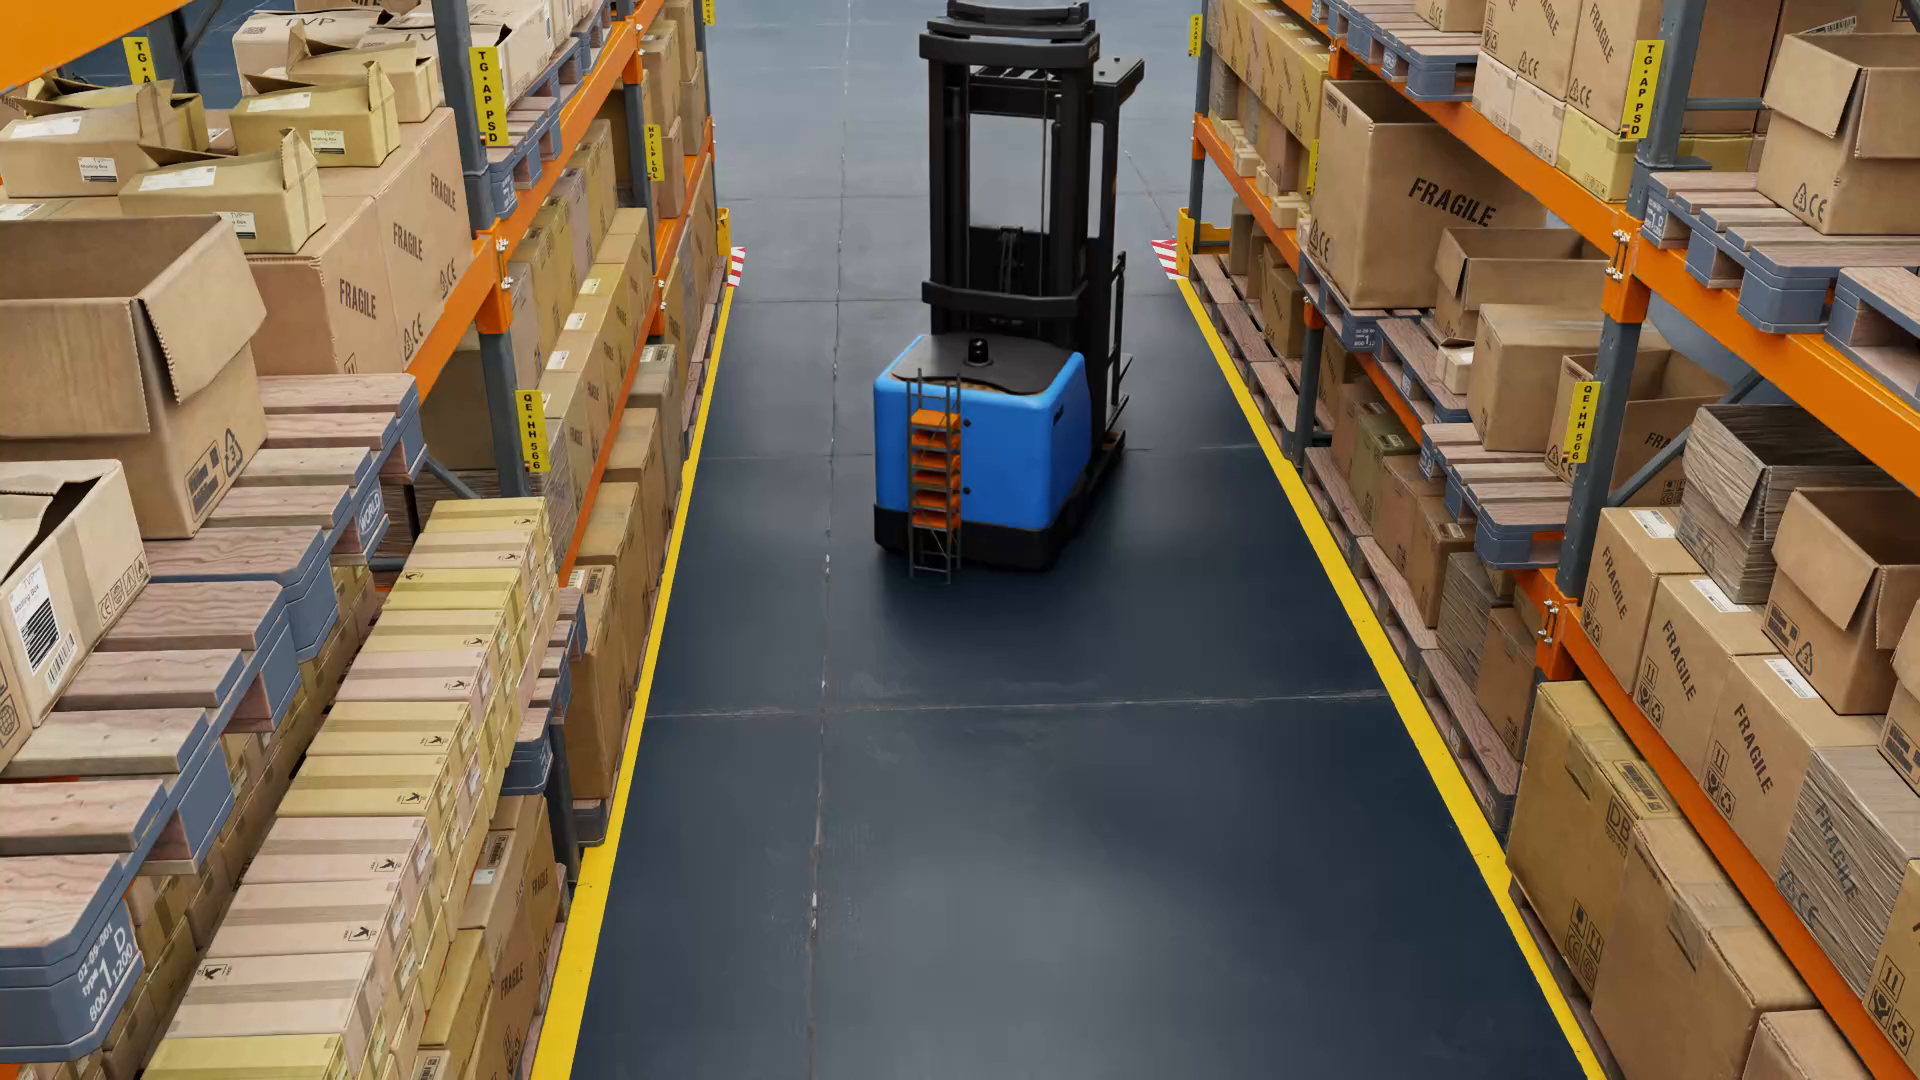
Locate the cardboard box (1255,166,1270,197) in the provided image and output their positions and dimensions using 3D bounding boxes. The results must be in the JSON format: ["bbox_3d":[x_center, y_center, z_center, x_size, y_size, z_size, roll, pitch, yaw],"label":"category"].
[{"bbox_3d":[2.272,-2.495,11.561,0.380,0.149,0.250,-1,28,-3],"label":"cardboard box"}]

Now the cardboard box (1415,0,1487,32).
[{"bbox_3d":[2.616,-2.728,7.928,0.797,0.503,0.637,0,28,-1],"label":"cardboard box"}]

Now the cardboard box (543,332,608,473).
[{"bbox_3d":[-1.919,-0.626,7.599,0.500,0.500,0.500,-1,28,-3],"label":"cardboard box"}]

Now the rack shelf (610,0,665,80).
[{"bbox_3d":[-2.423,-3.682,11.101,1.077,0.370,4.000,-1,28,-3],"label":"rack shelf"}]

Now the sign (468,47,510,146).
[{"bbox_3d":[-1.568,-1.472,5.526,0.100,0.325,0.005,-1,28,-3],"label":"sign"}]

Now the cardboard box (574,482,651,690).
[{"bbox_3d":[-2.101,0.224,8.056,1.050,0.750,0.750,-1,28,-2],"label":"cardboard box"}]

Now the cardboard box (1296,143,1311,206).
[{"bbox_3d":[2.687,-2.438,10.751,0.875,0.500,0.500,-1,28,-3],"label":"cardboard box"}]

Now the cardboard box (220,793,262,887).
[{"bbox_3d":[-2.217,0.849,4.697,0.380,0.149,0.250,-1,28,-2],"label":"cardboard box"}]

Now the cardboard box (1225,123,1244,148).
[{"bbox_3d":[2.234,-3.073,12.669,0.380,0.149,0.250,-1,28,-3],"label":"cardboard box"}]

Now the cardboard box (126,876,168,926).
[{"bbox_3d":[-2.184,0.826,4.098,0.380,0.149,0.250,-3,28,-5],"label":"cardboard box"}]

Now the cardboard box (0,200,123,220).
[{"bbox_3d":[-2.281,-0.543,4.196,0.500,0.500,0.500,-1,28,-3],"label":"cardboard box"}]

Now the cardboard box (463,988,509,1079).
[{"bbox_3d":[-1.747,1.803,5.298,0.500,0.500,0.500,-3,28,-5],"label":"cardboard box"}]

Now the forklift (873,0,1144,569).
[{"bbox_3d":[0.439,-1.803,10.038,1.130,2.935,3.031,8,29,16],"label":"forklift"}]

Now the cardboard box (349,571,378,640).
[{"bbox_3d":[-2.288,0.236,5.871,0.380,0.149,0.250,-2,28,-3],"label":"cardboard box"}]

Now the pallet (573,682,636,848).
[{"bbox_3d":[-2.076,0.970,7.662,1.003,0.211,1.213,-1,28,-3],"label":"pallet"}]

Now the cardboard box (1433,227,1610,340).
[{"bbox_3d":[2.823,-1.254,8.346,0.797,0.503,0.637,1,28,3],"label":"cardboard box"}]

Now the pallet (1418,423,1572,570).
[{"bbox_3d":[2.705,-0.215,7.126,1.213,0.211,1.003,-1,28,-3],"label":"pallet"}]

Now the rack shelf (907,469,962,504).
[{"bbox_3d":[-0.140,-0.299,9.122,0.258,0.103,0.180,8,29,16],"label":"rack shelf"}]

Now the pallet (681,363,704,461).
[{"bbox_3d":[-2.280,-0.864,11.179,1.003,0.211,1.213,-1,28,-3],"label":"pallet"}]

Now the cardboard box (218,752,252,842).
[{"bbox_3d":[-2.216,0.716,4.630,0.380,0.149,0.250,-2,28,-3],"label":"cardboard box"}]

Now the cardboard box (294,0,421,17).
[{"bbox_3d":[-2.480,-2.301,7.005,0.500,0.500,0.500,-1,28,-3],"label":"cardboard box"}]

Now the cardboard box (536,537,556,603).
[{"bbox_3d":[-1.629,0.110,5.791,0.380,0.149,0.250,-1,28,-2],"label":"cardboard box"}]

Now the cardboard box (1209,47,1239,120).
[{"bbox_3d":[2.432,-3.590,12.959,0.875,0.500,0.500,-1,28,-3],"label":"cardboard box"}]

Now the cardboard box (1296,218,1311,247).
[{"bbox_3d":[2.332,-1.917,10.454,0.380,0.149,0.250,-1,28,-3],"label":"cardboard box"}]

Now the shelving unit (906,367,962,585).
[{"bbox_3d":[-0.140,-0.338,9.101,0.258,1.200,0.189,8,29,16],"label":"shelving unit"}]

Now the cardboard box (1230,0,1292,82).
[{"bbox_3d":[2.234,-3.565,11.831,0.500,0.500,0.500,-1,28,-3],"label":"cardboard box"}]

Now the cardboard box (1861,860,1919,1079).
[{"bbox_3d":[2.707,1.150,4.193,0.500,0.500,0.500,-2,28,-3],"label":"cardboard box"}]

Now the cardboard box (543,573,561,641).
[{"bbox_3d":[-1.625,0.241,5.861,0.380,0.149,0.250,-1,28,-2],"label":"cardboard box"}]

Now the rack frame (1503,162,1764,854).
[{"bbox_3d":[2.849,0.026,6.456,1.000,3.000,0.127,-1,28,-3],"label":"rack frame"}]

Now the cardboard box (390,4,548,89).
[{"bbox_3d":[-1.954,-1.965,6.631,0.500,0.250,0.500,-1,28,-1],"label":"cardboard box"}]

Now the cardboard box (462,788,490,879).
[{"bbox_3d":[-1.563,0.834,4.725,0.380,0.149,0.250,-1,28,-1],"label":"cardboard box"}]

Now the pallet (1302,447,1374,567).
[{"bbox_3d":[2.682,-0.225,9.953,1.003,0.211,1.213,-1,28,-3],"label":"pallet"}]

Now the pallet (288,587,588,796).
[{"bbox_3d":[-1.966,0.511,5.734,1.213,0.211,1.003,-1,28,-3],"label":"pallet"}]

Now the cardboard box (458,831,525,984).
[{"bbox_3d":[-1.775,1.232,5.583,0.500,0.250,0.500,-1,28,-2],"label":"cardboard box"}]

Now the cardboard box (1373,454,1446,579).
[{"bbox_3d":[2.686,-0.144,9.010,0.700,0.500,0.500,-4,28,-7],"label":"cardboard box"}]

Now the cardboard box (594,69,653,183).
[{"bbox_3d":[-2.303,-2.464,9.901,0.875,0.550,0.550,-1,28,-3],"label":"cardboard box"}]

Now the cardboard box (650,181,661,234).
[{"bbox_3d":[-2.401,-2.238,10.635,0.875,0.550,0.550,-1,28,-3],"label":"cardboard box"}]

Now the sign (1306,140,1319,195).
[{"bbox_3d":[2.099,-2.188,9.765,0.100,0.325,0.005,-1,28,-3],"label":"sign"}]

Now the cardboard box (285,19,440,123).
[{"bbox_3d":[-1.829,-1.434,5.075,0.396,0.266,0.258,-1,28,-3],"label":"cardboard box"}]

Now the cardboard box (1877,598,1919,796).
[{"bbox_3d":[2.944,0.486,4.382,0.797,0.503,0.637,-1,28,-1],"label":"cardboard box"}]

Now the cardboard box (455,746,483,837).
[{"bbox_3d":[-1.560,0.706,4.649,0.380,0.149,0.250,-1,28,-1],"label":"cardboard box"}]

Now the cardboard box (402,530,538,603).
[{"bbox_3d":[-1.615,0.092,5.504,0.380,0.149,0.250,-2,28,-3],"label":"cardboard box"}]

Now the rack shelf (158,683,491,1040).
[{"bbox_3d":[-2.005,1.342,4.711,1.077,0.370,4.000,-1,28,-3],"label":"rack shelf"}]

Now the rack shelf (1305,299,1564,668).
[{"bbox_3d":[2.744,-0.578,8.393,1.077,0.370,4.000,-1,28,-3],"label":"rack shelf"}]

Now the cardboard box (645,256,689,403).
[{"bbox_3d":[-2.281,-1.284,10.812,0.875,0.875,0.875,-1,28,-2],"label":"cardboard box"}]

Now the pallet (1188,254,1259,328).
[{"bbox_3d":[2.442,-2.021,13.396,1.003,0.211,1.213,-1,28,-3],"label":"pallet"}]

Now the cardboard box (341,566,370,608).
[{"bbox_3d":[-2.285,0.121,5.771,0.380,0.149,0.250,0,28,0],"label":"cardboard box"}]

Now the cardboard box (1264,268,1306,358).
[{"bbox_3d":[2.511,-1.633,11.887,0.500,0.500,0.500,-4,28,-7],"label":"cardboard box"}]

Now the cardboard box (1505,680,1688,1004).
[{"bbox_3d":[2.864,1.102,6.238,1.225,0.875,0.875,-3,28,-5],"label":"cardboard box"}]

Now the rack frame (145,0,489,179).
[{"bbox_3d":[-2.110,-2.560,4.928,1.000,3.000,0.127,-1,28,-3],"label":"rack frame"}]

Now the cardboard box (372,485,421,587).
[{"bbox_3d":[-2.401,-0.146,6.679,0.500,0.500,0.500,-1,28,-3],"label":"cardboard box"}]

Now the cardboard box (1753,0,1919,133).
[{"bbox_3d":[3.081,-1.793,6.051,0.500,0.500,0.500,-1,28,-2],"label":"cardboard box"}]

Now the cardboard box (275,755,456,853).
[{"bbox_3d":[-1.548,0.694,4.351,0.380,0.149,0.250,-1,28,-1],"label":"cardboard box"}]

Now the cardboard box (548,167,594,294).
[{"bbox_3d":[-2.232,-1.535,8.261,0.700,0.500,0.500,-1,28,-2],"label":"cardboard box"}]

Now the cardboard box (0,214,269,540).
[{"bbox_3d":[-1.850,-0.332,3.333,0.797,0.503,0.637,-2,28,-3],"label":"cardboard box"}]
